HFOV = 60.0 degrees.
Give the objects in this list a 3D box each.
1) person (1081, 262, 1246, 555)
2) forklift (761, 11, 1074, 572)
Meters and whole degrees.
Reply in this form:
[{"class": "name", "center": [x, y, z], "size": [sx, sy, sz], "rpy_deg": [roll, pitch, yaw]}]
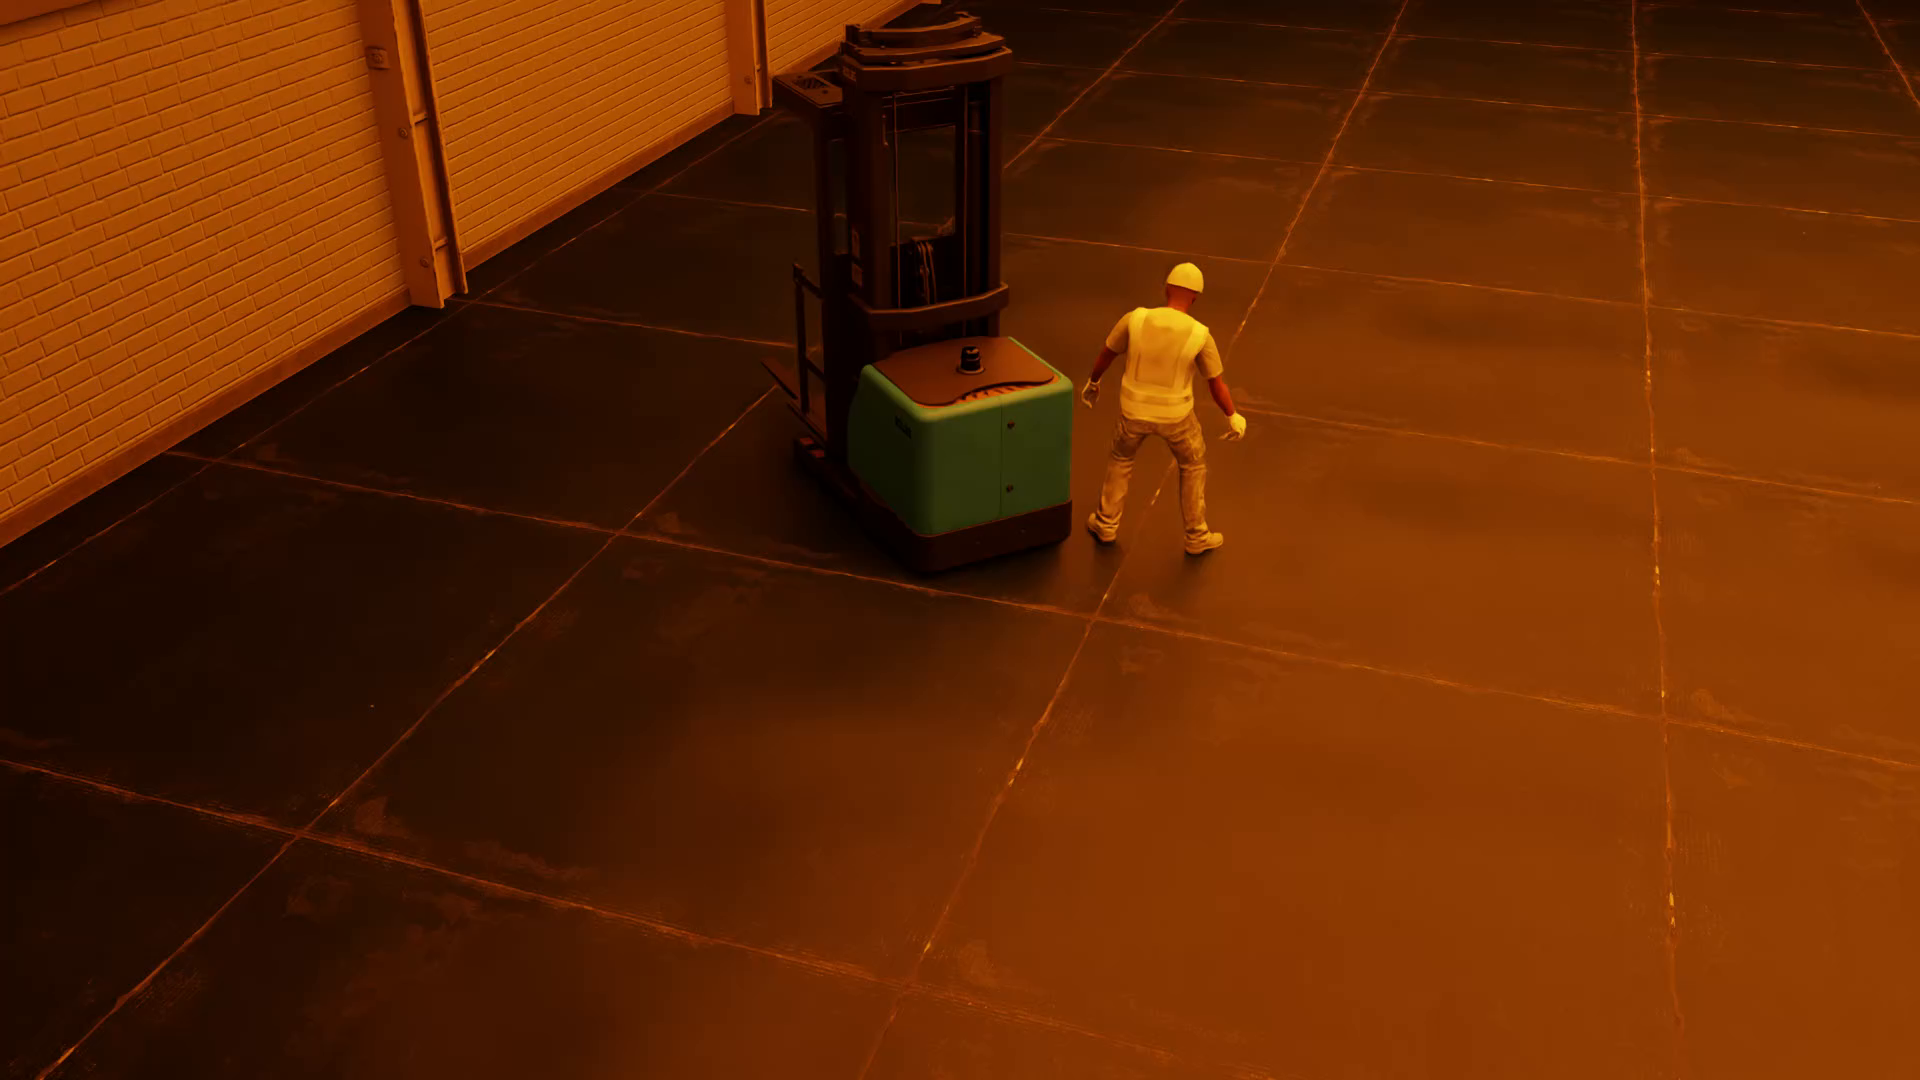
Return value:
[{"class": "person", "center": [1.194, -0.779, 9.737], "size": [0.975, 1.733, 0.443], "rpy_deg": [9, 31, 16]}, {"class": "forklift", "center": [-0.446, -1.791, 10.278], "size": [1.130, 2.935, 3.031], "rpy_deg": [-14, 33, -23]}]
